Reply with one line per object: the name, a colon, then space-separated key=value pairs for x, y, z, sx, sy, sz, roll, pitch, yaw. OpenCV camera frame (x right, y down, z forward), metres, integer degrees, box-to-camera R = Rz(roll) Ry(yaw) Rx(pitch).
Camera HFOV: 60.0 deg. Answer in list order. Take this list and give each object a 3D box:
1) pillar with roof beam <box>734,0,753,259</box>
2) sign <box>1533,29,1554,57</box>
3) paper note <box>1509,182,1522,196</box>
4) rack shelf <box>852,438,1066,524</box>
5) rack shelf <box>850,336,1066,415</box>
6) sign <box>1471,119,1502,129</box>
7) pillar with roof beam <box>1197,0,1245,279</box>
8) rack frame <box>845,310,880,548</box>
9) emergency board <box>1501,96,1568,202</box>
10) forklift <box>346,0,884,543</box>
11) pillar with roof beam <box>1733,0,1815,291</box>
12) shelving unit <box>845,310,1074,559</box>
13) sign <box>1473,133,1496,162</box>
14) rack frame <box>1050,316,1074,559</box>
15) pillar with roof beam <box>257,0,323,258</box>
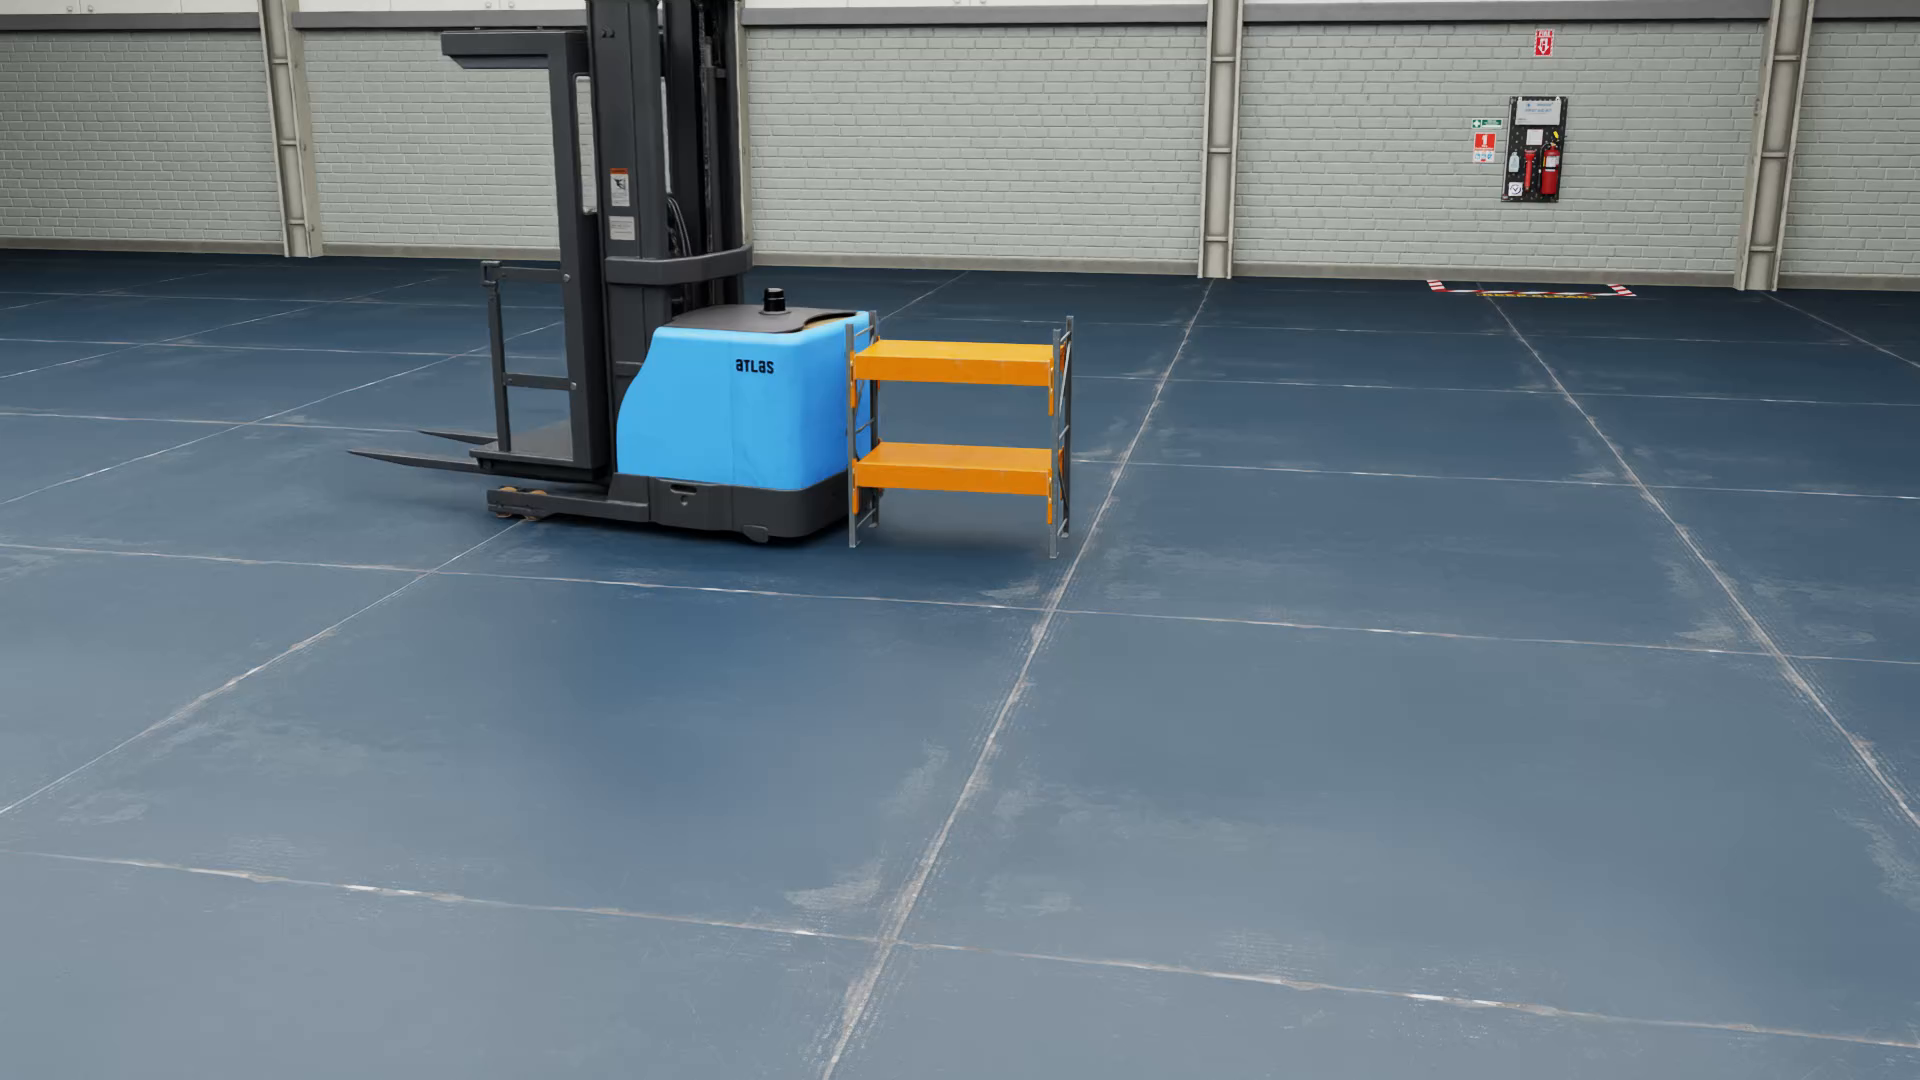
pillar with roof beam: x=-3.697 y=-6.668 z=15.706 sx=0.400 sy=9.000 sz=9.100 roll=3 pitch=16 yaw=11
sign: x=6.518 y=-5.549 z=18.565 sx=0.199 sy=0.298 sz=0.001 roll=3 pitch=16 yaw=11
paper note: x=6.347 y=-4.009 z=18.995 sx=0.142 sy=0.148 sz=0.016 roll=3 pitch=16 yaw=11
rack shelf: x=0.007 y=-0.306 z=8.406 sx=1.000 sy=0.278 sz=0.538 roll=3 pitch=16 yaw=11
rack shelf: x=0.007 y=-0.824 z=8.262 sx=1.000 sy=0.278 sz=0.538 roll=3 pitch=16 yaw=11
sign: x=5.988 y=-4.732 z=18.897 sx=0.331 sy=0.109 sz=0.001 roll=3 pitch=16 yaw=11
pillar with roof beam: x=2.183 y=-6.349 z=14.554 sx=0.400 sy=9.000 sz=9.100 roll=3 pitch=16 yaw=11
rack frame: x=-0.492 y=-0.569 z=8.438 sx=0.032 sy=1.125 sz=0.500 roll=3 pitch=16 yaw=11
emergency board: x=6.506 y=-4.406 z=18.778 sx=0.643 sy=1.169 sz=0.194 roll=3 pitch=16 yaw=11
forklift: x=-1.984 y=-1.632 z=8.893 sx=3.031 sy=2.935 sz=1.130 roll=6 pitch=17 yaw=22
pillar with roof beam: x=8.063 y=-6.029 z=13.401 sx=0.400 sy=9.000 sz=9.100 roll=3 pitch=16 yaw=11
shelving unit: x=0.007 y=-0.542 z=8.341 sx=1.048 sy=1.125 sz=0.538 roll=3 pitch=16 yaw=11
sign: x=5.985 y=-4.479 z=18.977 sx=0.234 sy=0.329 sz=0.001 roll=3 pitch=16 yaw=11
rack frame: x=0.505 y=-0.515 z=8.243 sx=0.032 sy=1.125 sz=0.500 roll=3 pitch=16 yaw=11
pillar with roof beam: x=-9.576 y=-6.987 z=16.858 sx=0.400 sy=9.000 sz=9.100 roll=3 pitch=16 yaw=11
